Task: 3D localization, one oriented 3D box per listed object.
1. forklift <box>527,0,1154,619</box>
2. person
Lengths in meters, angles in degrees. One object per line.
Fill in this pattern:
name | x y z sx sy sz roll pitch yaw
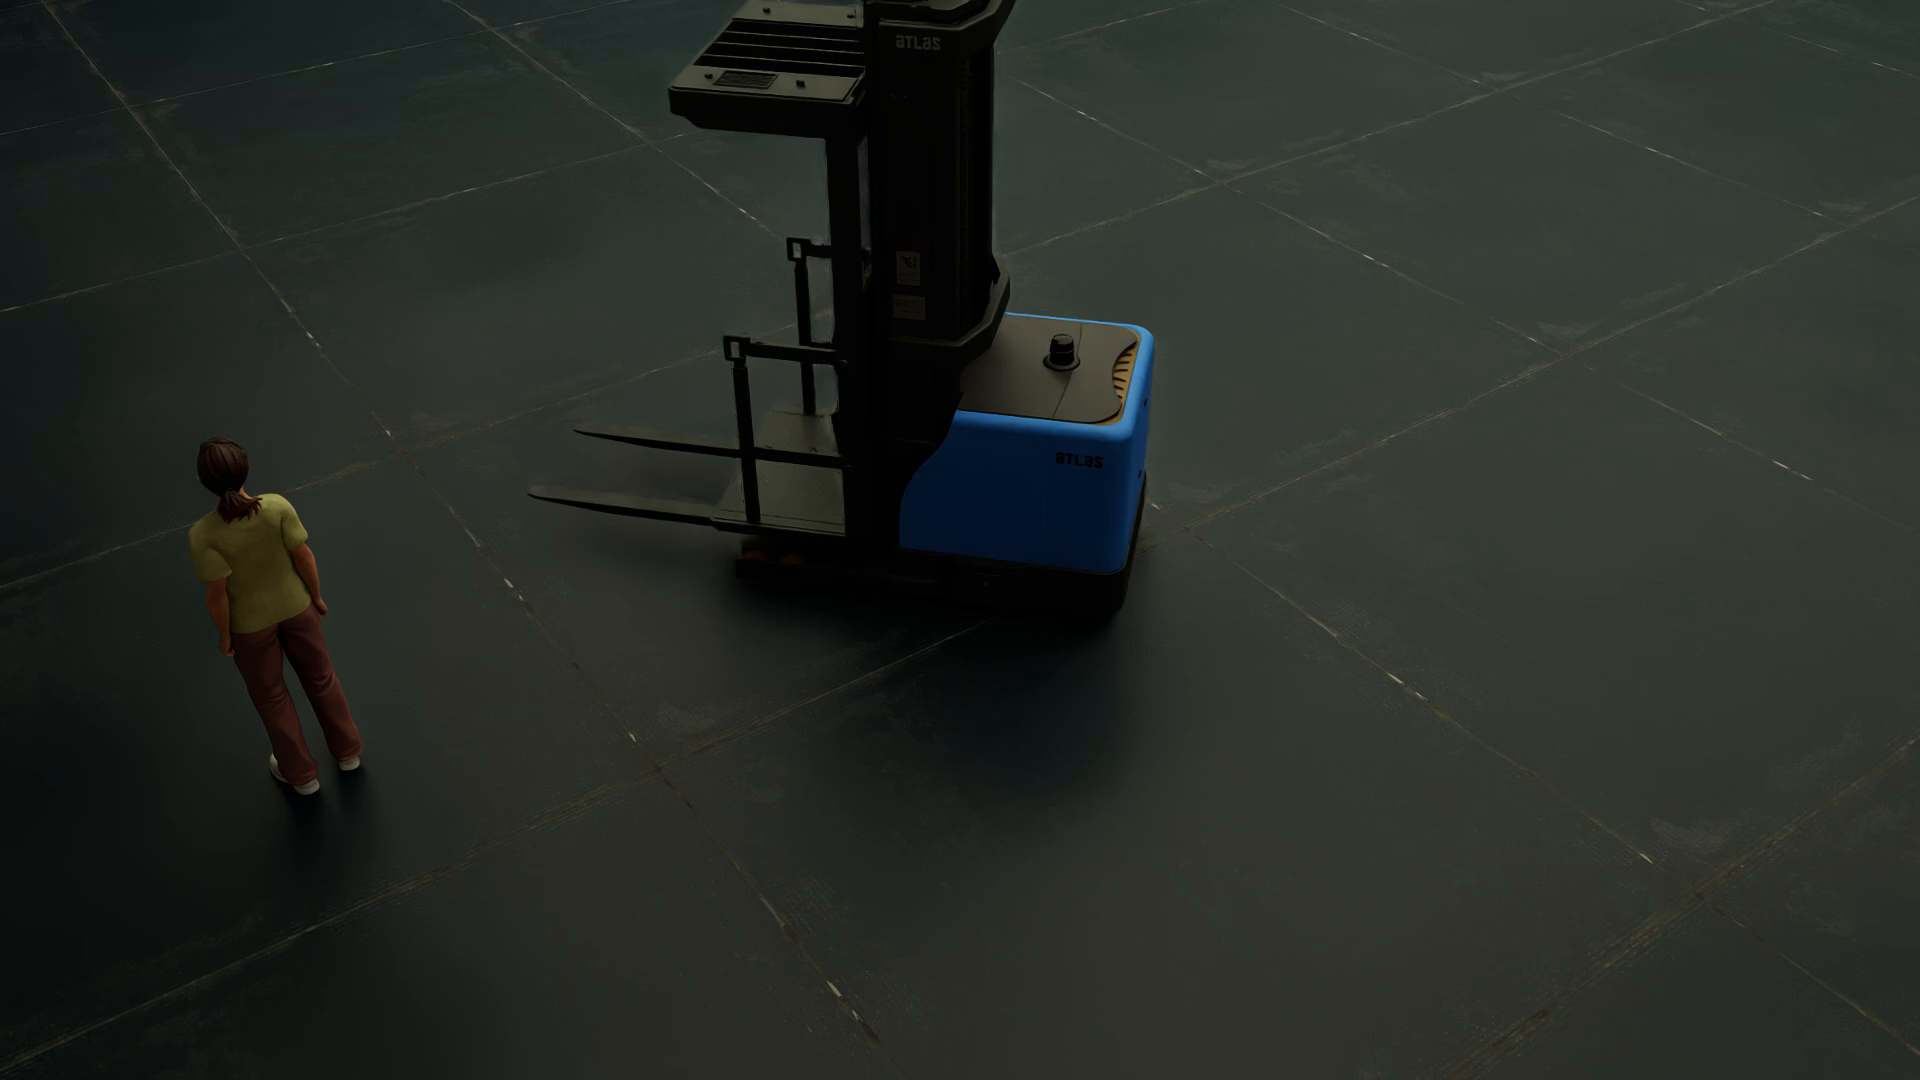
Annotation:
forklift | -0.627 -1.243 7.626 3.031 2.935 1.130 7 37 9
person | -2.739 0.305 6.591 0.436 1.673 0.369 -27 44 -32
